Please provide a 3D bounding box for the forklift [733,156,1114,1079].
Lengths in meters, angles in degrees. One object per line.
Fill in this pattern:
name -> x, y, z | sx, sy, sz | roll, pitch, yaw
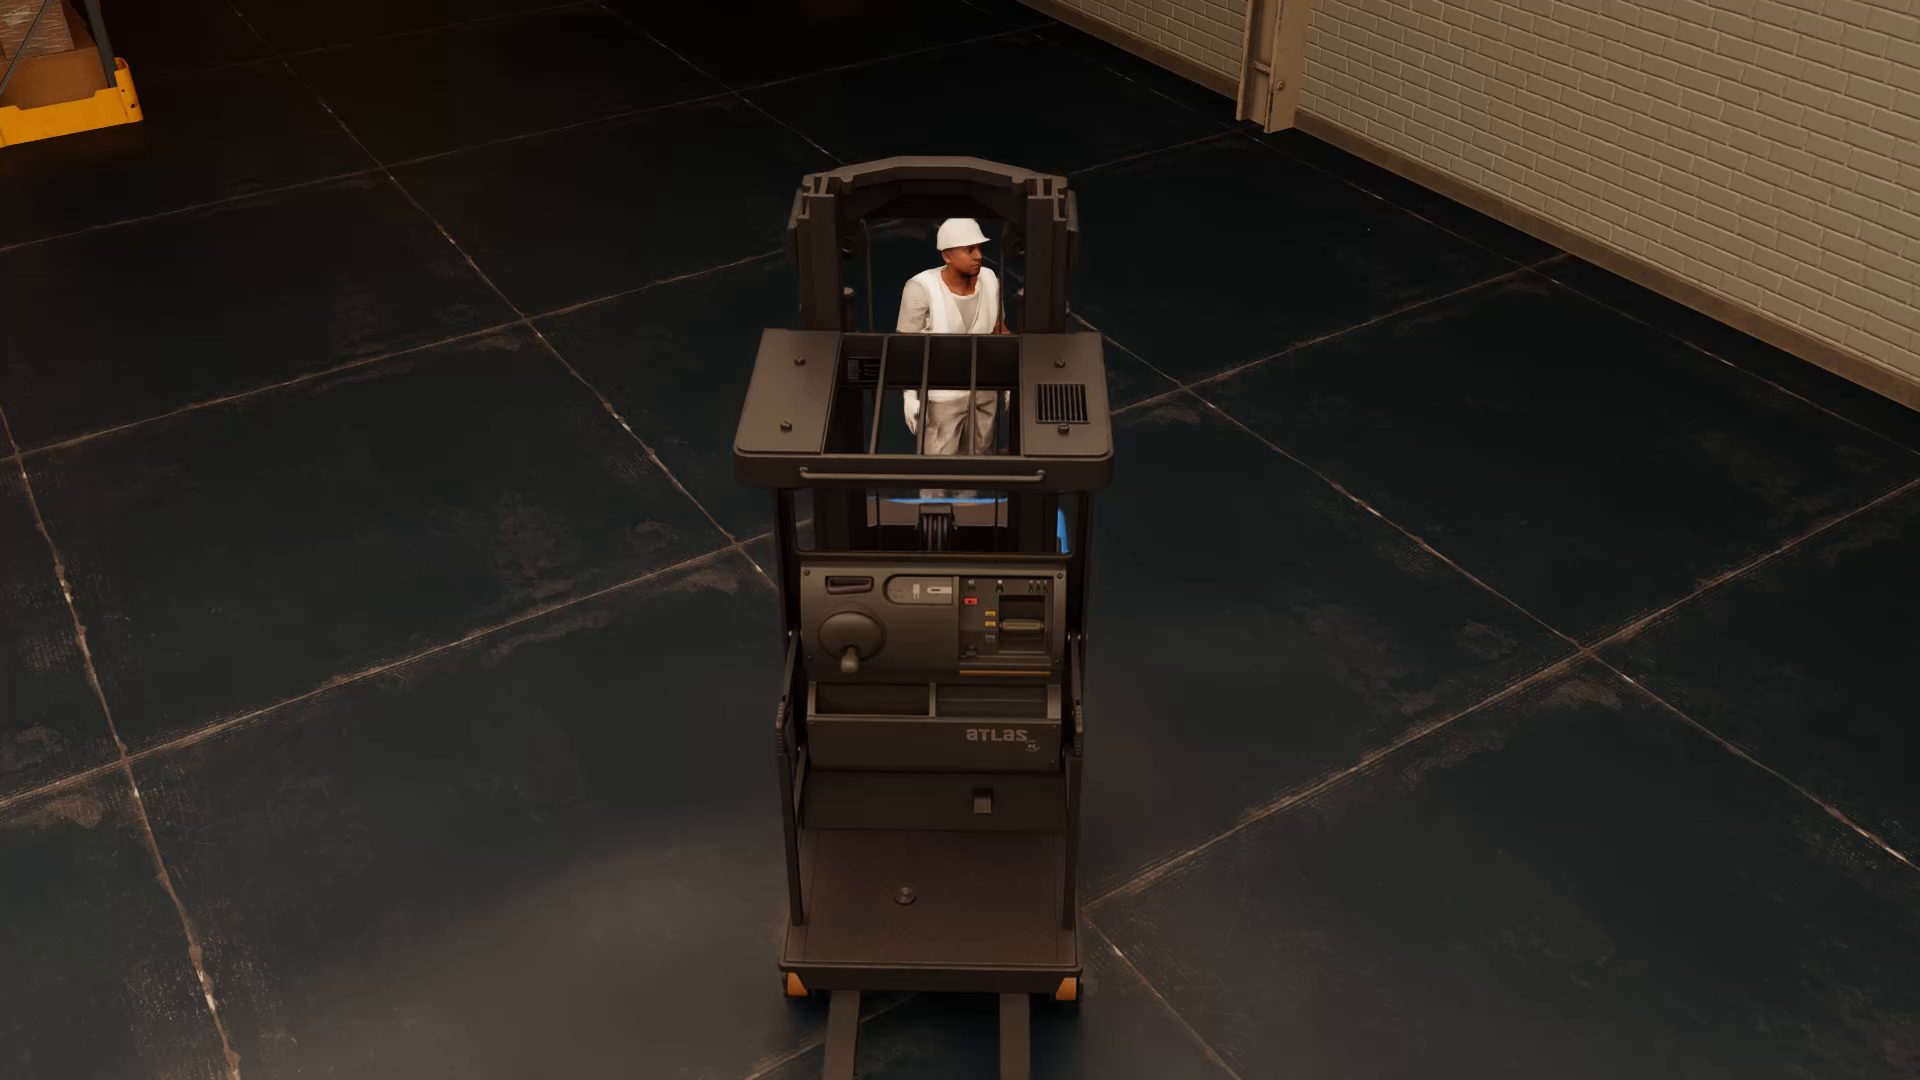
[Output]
forklift -> -0.096, 0.342, 5.661 | 1.130, 2.935, 3.031 | 1, 35, 1

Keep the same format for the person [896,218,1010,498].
person -> 0.032, -0.698, 8.127 | 0.656, 1.781, 0.577 | -21, 40, -27
